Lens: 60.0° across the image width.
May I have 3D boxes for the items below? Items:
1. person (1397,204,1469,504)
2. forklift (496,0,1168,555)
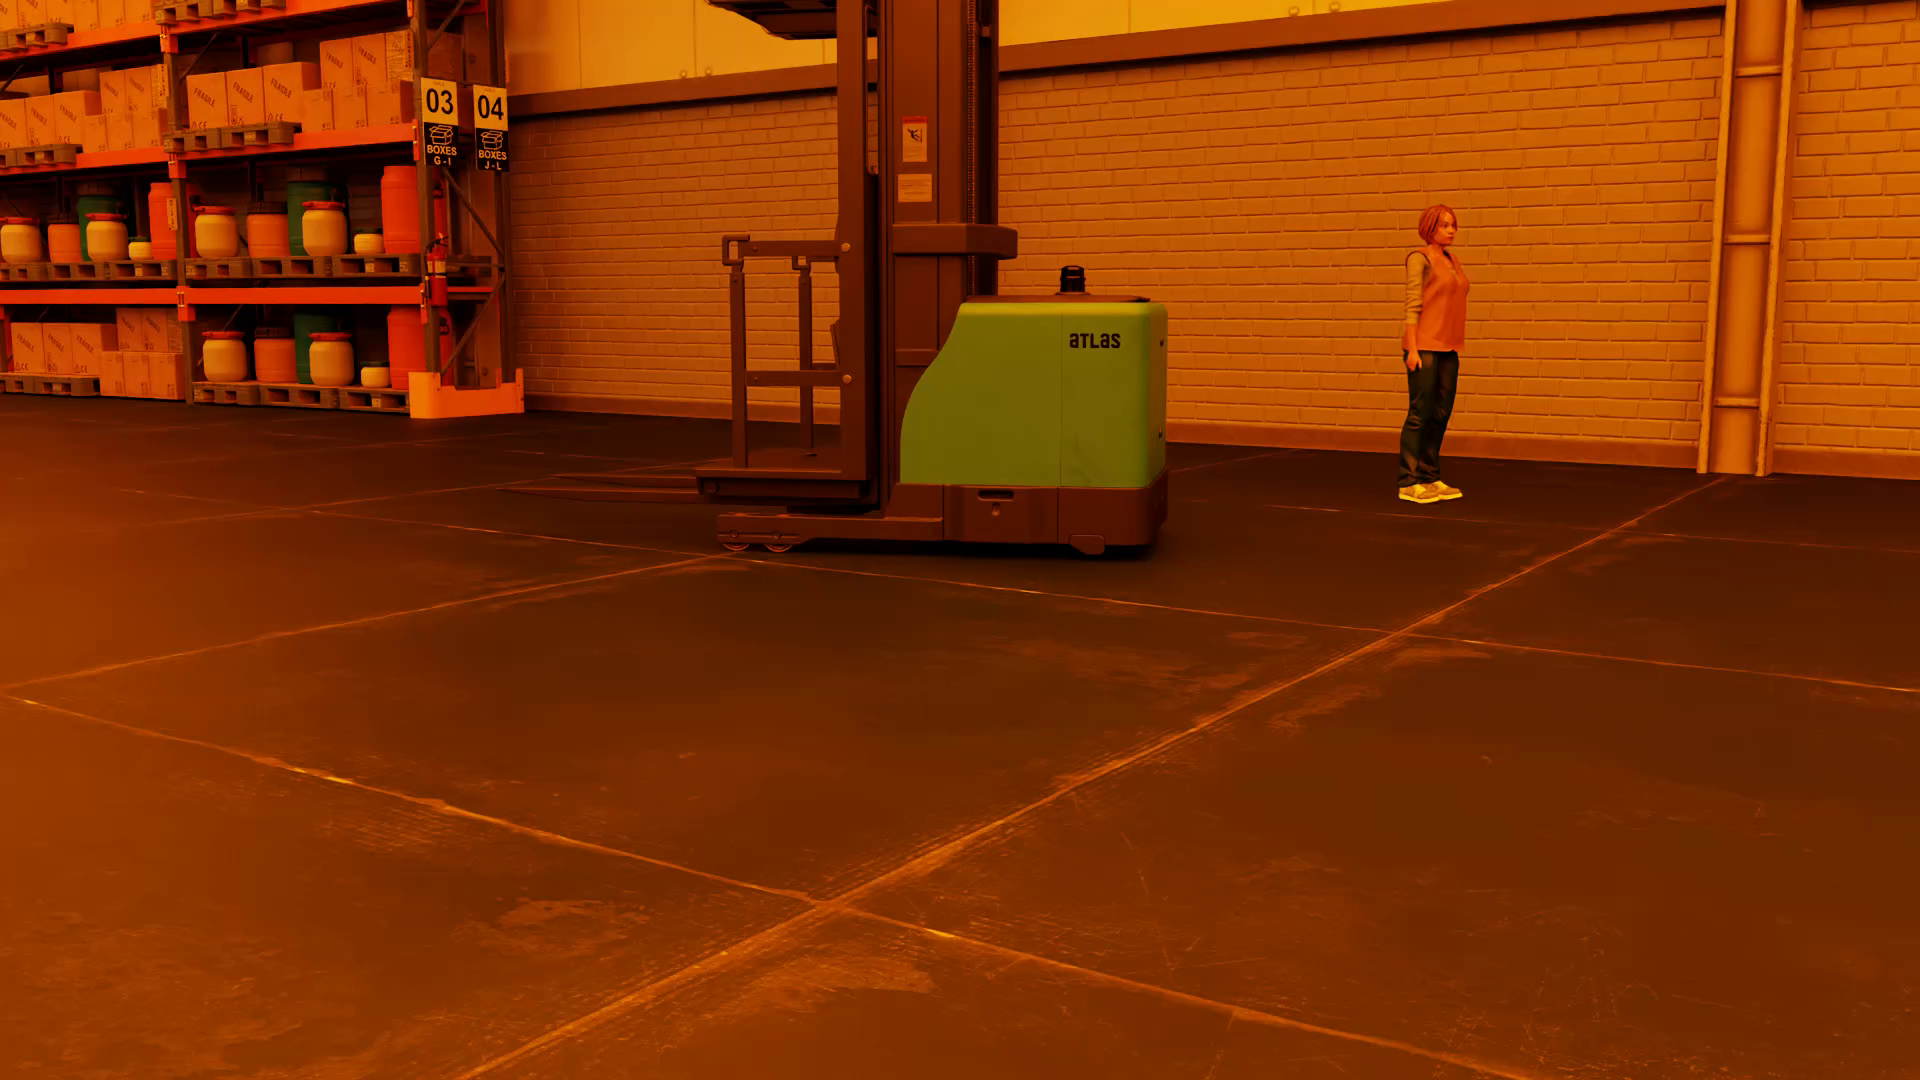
[{"bbox_3d":[2.581,-1.013,9.048,0.431,1.603,0.323,-7,11,-41],"label":"person"},{"bbox_3d":[-0.596,-1.469,7.520,3.031,2.935,1.130,2,8,12],"label":"forklift"}]
